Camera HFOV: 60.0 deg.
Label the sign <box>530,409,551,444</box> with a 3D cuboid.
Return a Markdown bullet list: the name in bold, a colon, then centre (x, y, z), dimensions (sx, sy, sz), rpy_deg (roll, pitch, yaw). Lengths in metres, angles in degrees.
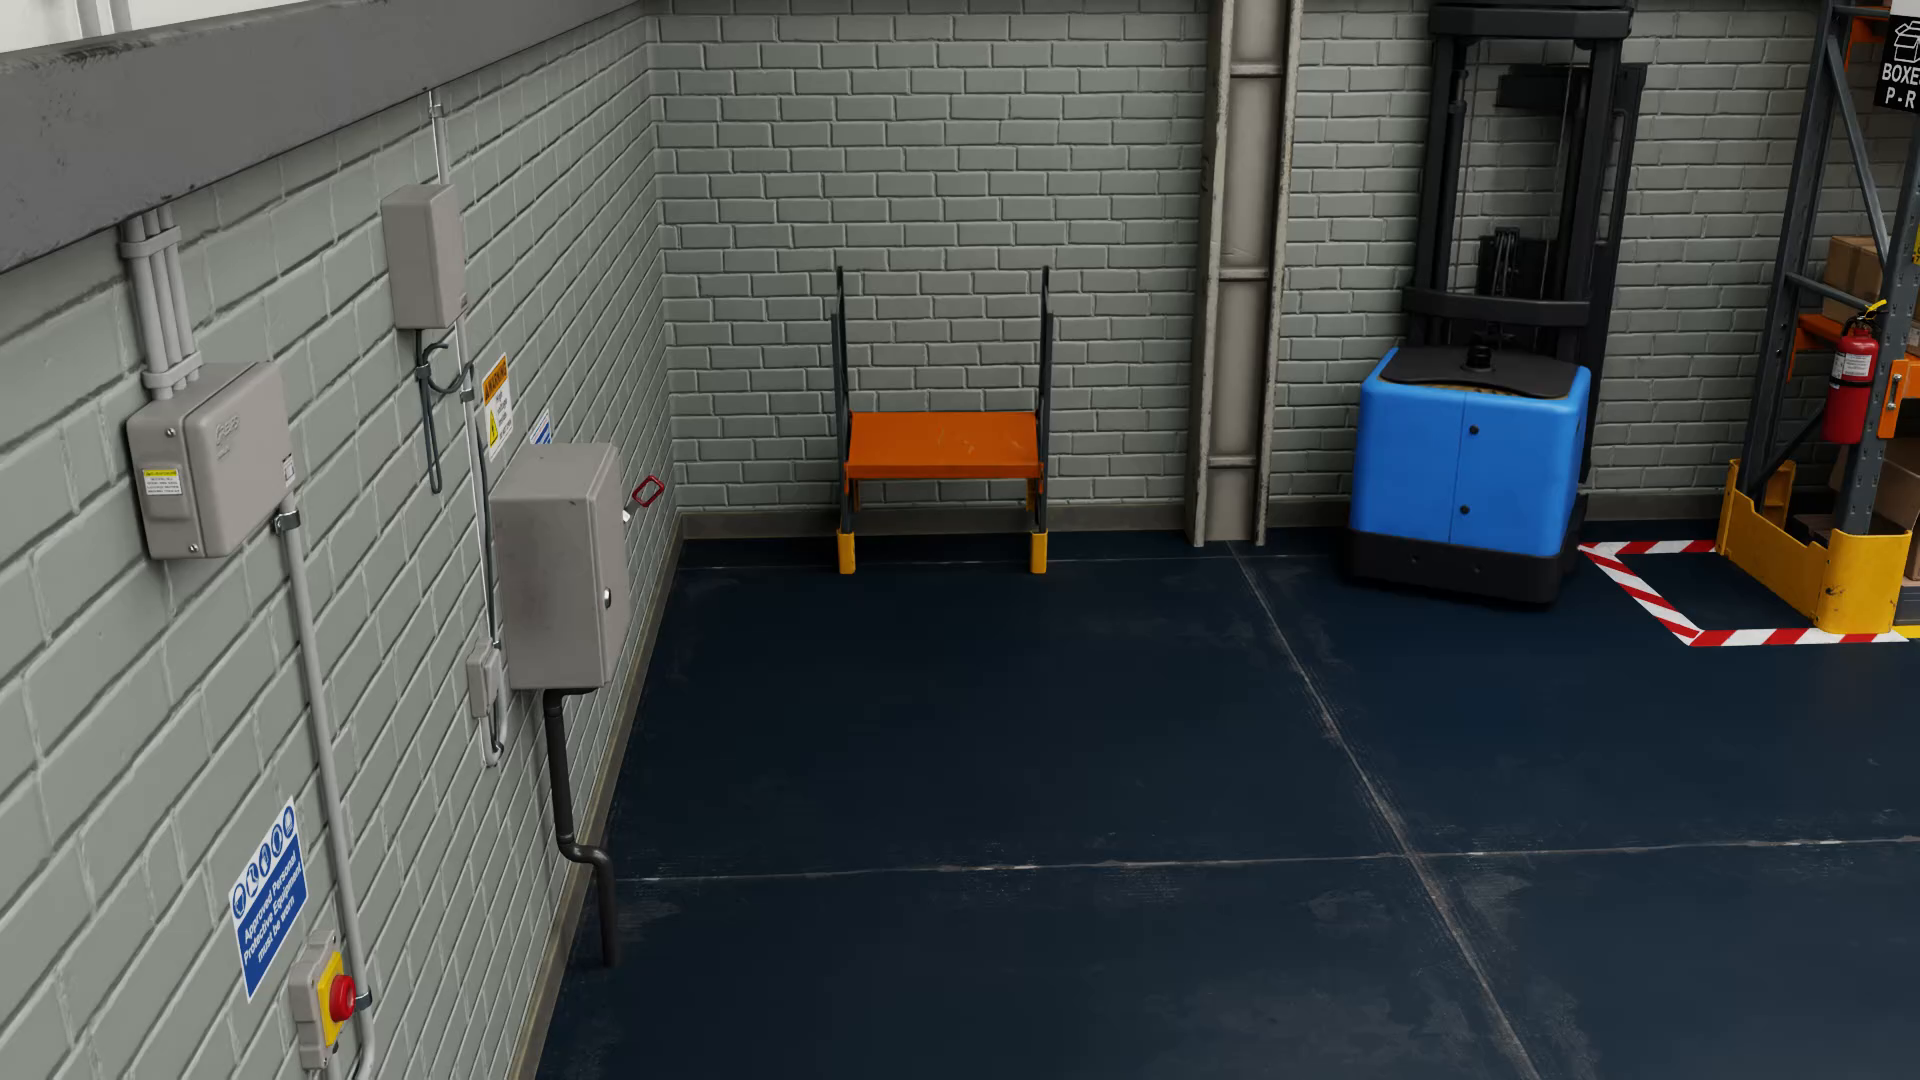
- **sign**: centre (-1.352, -0.149, 5.429), dimensions (0.001, 0.494, 0.329), rpy_deg (-1, 21, -3)

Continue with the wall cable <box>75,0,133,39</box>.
- **wall cable**: centre (-1.177, -1.983, 1.683), dimensions (0.029, 3.000, 0.463), rpy_deg (-1, 21, -3)

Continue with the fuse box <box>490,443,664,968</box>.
- **fuse box**: centre (-1.117, 0.580, 5.192), dimensions (0.414, 1.711, 0.539), rpy_deg (-1, 21, -3)

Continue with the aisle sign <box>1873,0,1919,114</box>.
- **aisle sign**: centre (4.147, -2.268, 7.208), dimensions (0.004, 0.787, 0.394), rpy_deg (-1, 21, -3)

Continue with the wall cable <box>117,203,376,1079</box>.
- **wall cable**: centre (-1.142, 0.238, 2.808), dimensions (0.123, 1.953, 0.585), rpy_deg (-1, 21, -3)

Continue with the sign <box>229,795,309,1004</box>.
- **sign**: centre (-1.201, 0.620, 2.898), dimensions (0.001, 0.218, 0.327), rpy_deg (-1, 21, -3)

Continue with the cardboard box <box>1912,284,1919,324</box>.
- **cardboard box**: centre (4.667, -1.141, 7.695), dimensions (0.500, 0.250, 0.500), rpy_deg (-1, 21, -3)

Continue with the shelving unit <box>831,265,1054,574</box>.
- **shelving unit**: centre (-0.093, -0.604, 8.451), dimensions (1.083, 1.500, 0.587), rpy_deg (0, 36, 0)

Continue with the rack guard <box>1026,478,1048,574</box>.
- **rack guard**: centre (0.406, -0.099, 8.820), dimensions (0.087, 0.250, 0.587), rpy_deg (0, 36, 0)

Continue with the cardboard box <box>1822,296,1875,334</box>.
- **cardboard box**: centre (4.514, -1.143, 8.261), dimensions (0.250, 0.149, 0.380), rpy_deg (-1, 21, -4)

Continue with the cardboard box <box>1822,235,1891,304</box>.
- **cardboard box**: centre (4.643, -1.331, 8.194), dimensions (0.500, 0.250, 0.500), rpy_deg (-1, 21, -1)

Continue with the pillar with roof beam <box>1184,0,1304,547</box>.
- **pillar with roof beam**: centre (1.701, -2.698, 3.561), dimensions (0.400, 9.000, 9.100), rpy_deg (-1, 21, -3)

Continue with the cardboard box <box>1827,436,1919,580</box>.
- **cardboard box**: centre (4.815, -0.167, 8.262), dimensions (0.637, 0.503, 0.797), rpy_deg (-2, 21, -5)

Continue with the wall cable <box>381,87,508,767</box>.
- **wall cable**: centre (-1.235, -0.251, 4.136), dimensions (0.122, 1.984, 0.588), rpy_deg (-1, 21, -3)

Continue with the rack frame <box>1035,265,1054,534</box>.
- **rack frame**: centre (0.425, -0.605, 8.452), dimensions (0.032, 1.500, 0.500), rpy_deg (0, 36, 0)

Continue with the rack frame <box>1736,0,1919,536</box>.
- **rack frame**: centre (4.199, -1.159, 7.948), dimensions (0.127, 3.000, 1.000), rpy_deg (-1, 21, -3)

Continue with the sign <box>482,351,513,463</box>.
- **sign**: centre (-1.320, -0.384, 4.753), dimensions (0.001, 0.242, 0.339), rpy_deg (-1, 21, -3)

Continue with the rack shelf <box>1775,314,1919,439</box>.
- **rack shelf**: centre (6.196, -0.863, 8.183), dimensions (4.000, 0.370, 1.077), rpy_deg (-1, 21, -3)

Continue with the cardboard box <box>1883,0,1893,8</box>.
- **cardboard box**: centre (4.505, -2.532, 7.692), dimensions (0.250, 0.149, 0.380), rpy_deg (-1, 21, -2)

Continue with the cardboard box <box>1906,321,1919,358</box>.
- **cardboard box**: centre (4.543, -0.950, 7.754), dimensions (0.250, 0.149, 0.380), rpy_deg (-1, 21, -3)

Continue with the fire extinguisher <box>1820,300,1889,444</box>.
- **fire extinguisher**: centre (4.078, -0.781, 7.589), dimensions (0.183, 0.674, 0.296), rpy_deg (-1, 21, -3)

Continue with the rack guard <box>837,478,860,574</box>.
- **rack guard**: centre (-0.590, -0.097, 8.819), dimensions (0.087, 0.250, 0.587), rpy_deg (0, 36, 0)

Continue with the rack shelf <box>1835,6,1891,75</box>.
- **rack shelf**: centre (6.196, -2.265, 7.649), dimensions (4.000, 0.370, 1.077), rpy_deg (-1, 21, -3)

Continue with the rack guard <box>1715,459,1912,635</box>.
- **rack guard**: centre (4.275, 0.008, 8.397), dimensions (0.348, 0.500, 1.175), rpy_deg (-1, 21, -3)

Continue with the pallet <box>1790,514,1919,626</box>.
- **pallet**: centre (5.071, 0.127, 8.492), dimensions (1.213, 0.211, 1.003), rpy_deg (-1, 21, -3)

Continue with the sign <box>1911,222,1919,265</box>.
- **sign**: centre (4.230, -1.370, 7.288), dimensions (0.005, 0.325, 0.100), rpy_deg (-1, 21, -3)

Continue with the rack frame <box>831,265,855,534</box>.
- **rack frame**: centre (-0.592, -0.603, 8.451), dimensions (0.032, 1.500, 0.500), rpy_deg (0, 36, 0)

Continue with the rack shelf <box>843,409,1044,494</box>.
- **rack shelf**: centre (-0.084, -0.458, 8.557), dimensions (1.000, 0.185, 0.538), rpy_deg (0, 36, 0)

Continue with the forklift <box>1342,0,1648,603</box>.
- **forklift**: centre (3.020, -1.550, 9.072), dimensions (1.130, 2.935, 3.031), rpy_deg (9, 23, 22)
